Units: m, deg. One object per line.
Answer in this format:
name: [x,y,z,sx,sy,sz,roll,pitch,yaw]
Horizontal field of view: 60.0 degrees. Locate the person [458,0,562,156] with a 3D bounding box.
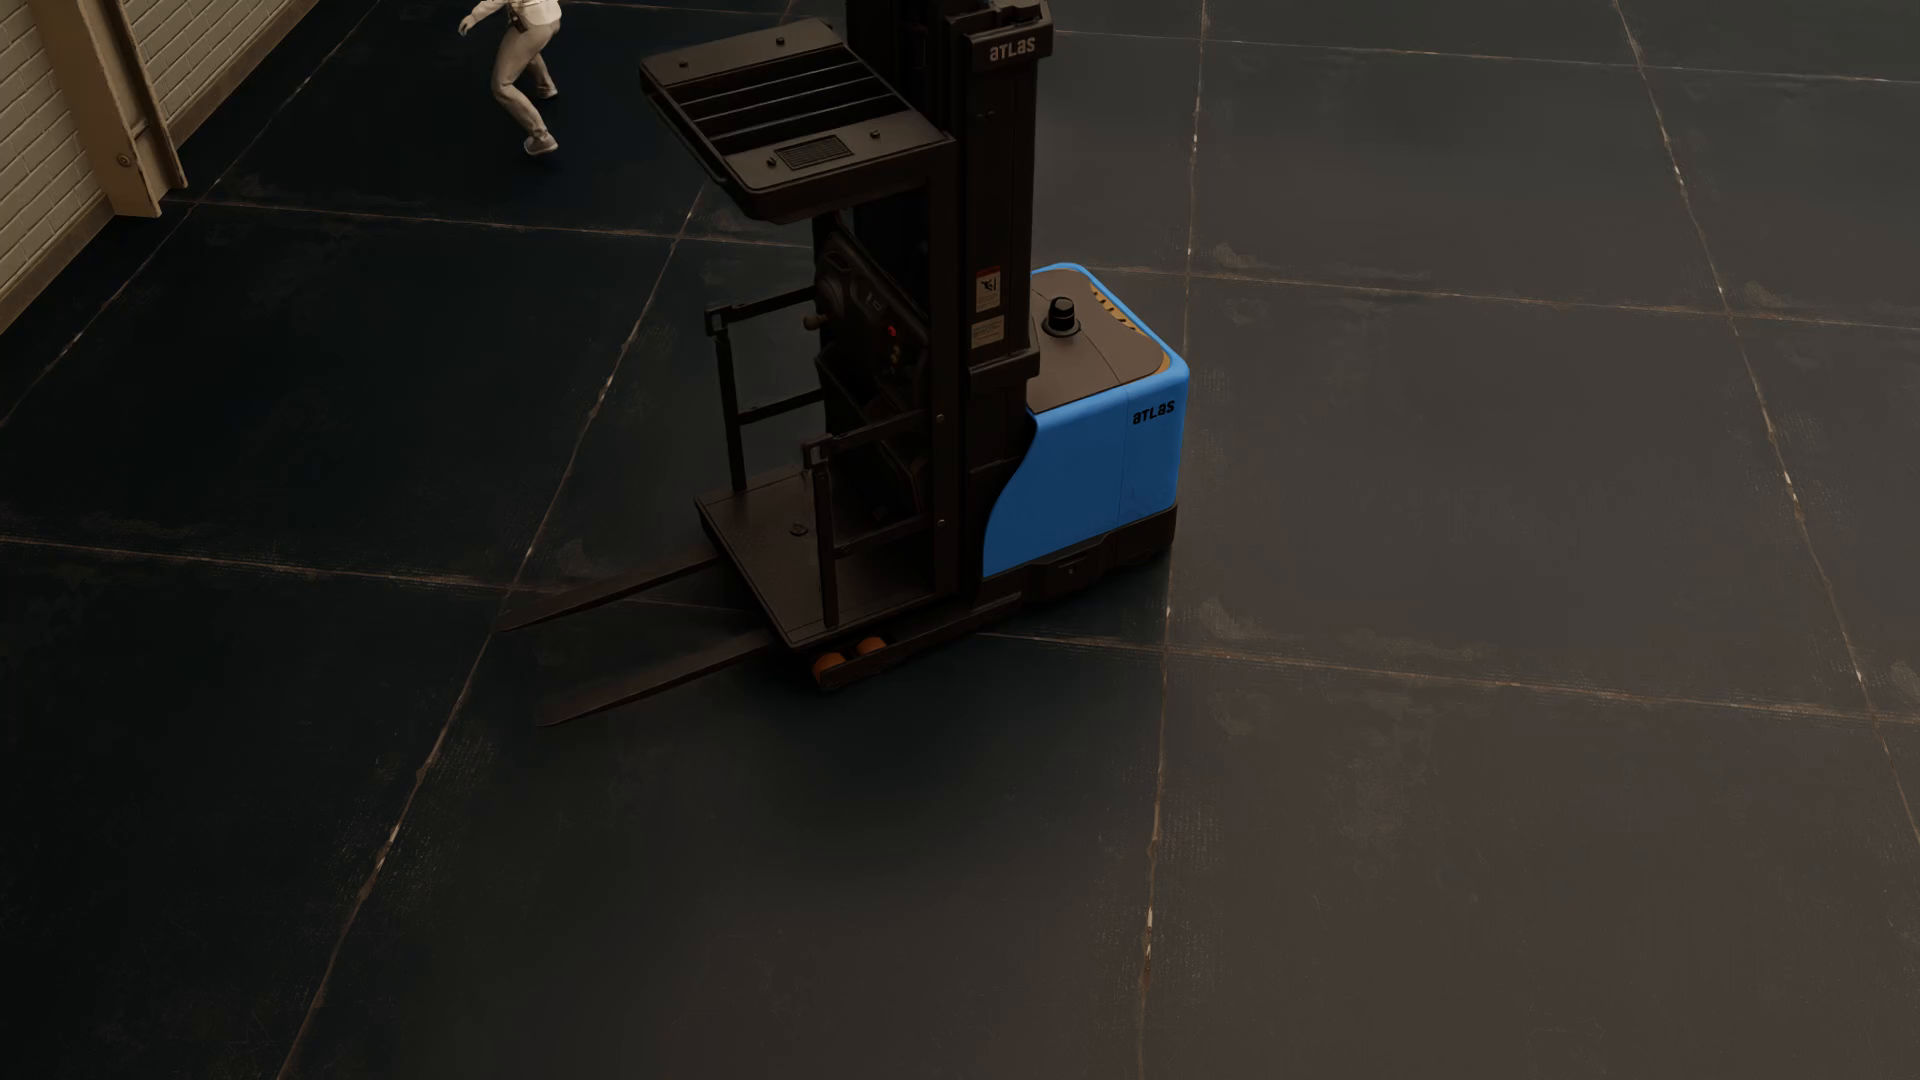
person: [-2.693,-3.221,10.345,0.528,1.596,1.067,6,43,6]

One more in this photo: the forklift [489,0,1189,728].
forklift: [-0.541,-0.842,6.641,3.031,2.935,1.130,-20,46,-21]
